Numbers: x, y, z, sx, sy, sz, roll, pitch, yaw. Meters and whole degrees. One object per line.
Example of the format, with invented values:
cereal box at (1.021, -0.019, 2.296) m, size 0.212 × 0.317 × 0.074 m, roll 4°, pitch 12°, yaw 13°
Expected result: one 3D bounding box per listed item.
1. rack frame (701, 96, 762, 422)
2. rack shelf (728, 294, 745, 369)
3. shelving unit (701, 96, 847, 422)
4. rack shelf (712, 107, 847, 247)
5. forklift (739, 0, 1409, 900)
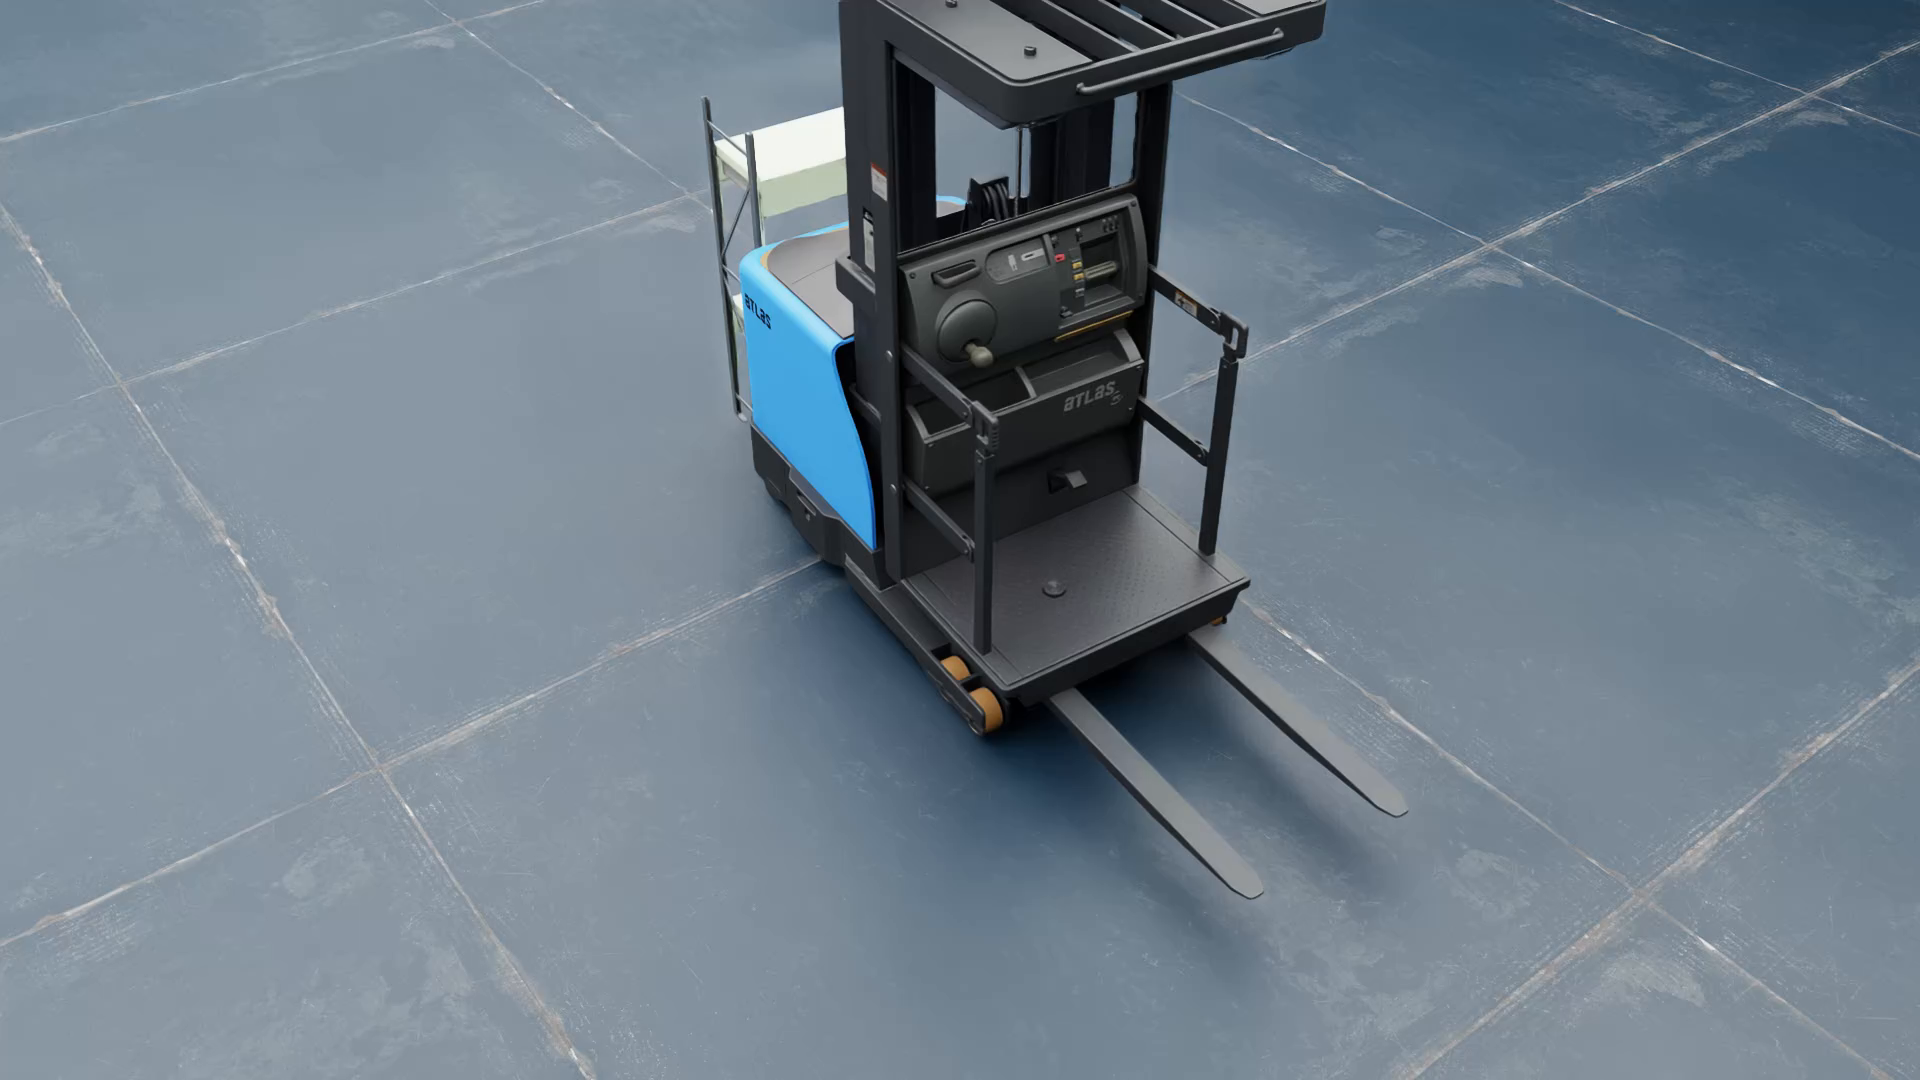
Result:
rack frame at (-0.894, -1.048, 6.845) m, size 0.023 × 1.500 × 0.400 m, roll -23°, pitch 44°, yaw -25°
rack shelf at (-0.588, -0.923, 7.207) m, size 0.720 × 0.370 × 0.431 m, roll -23°, pitch 44°, yaw -25°
shelving unit at (-0.588, -1.175, 7.000) m, size 0.755 × 1.500 × 0.431 m, roll -23°, pitch 44°, yaw -25°
rack shelf at (-0.588, -1.477, 6.752) m, size 0.720 × 0.370 × 0.431 m, roll -23°, pitch 44°, yaw -25°
forklift at (0.349, -0.788, 5.399) m, size 1.130 × 2.935 × 3.031 m, roll -22°, pitch 44°, yaw -25°
